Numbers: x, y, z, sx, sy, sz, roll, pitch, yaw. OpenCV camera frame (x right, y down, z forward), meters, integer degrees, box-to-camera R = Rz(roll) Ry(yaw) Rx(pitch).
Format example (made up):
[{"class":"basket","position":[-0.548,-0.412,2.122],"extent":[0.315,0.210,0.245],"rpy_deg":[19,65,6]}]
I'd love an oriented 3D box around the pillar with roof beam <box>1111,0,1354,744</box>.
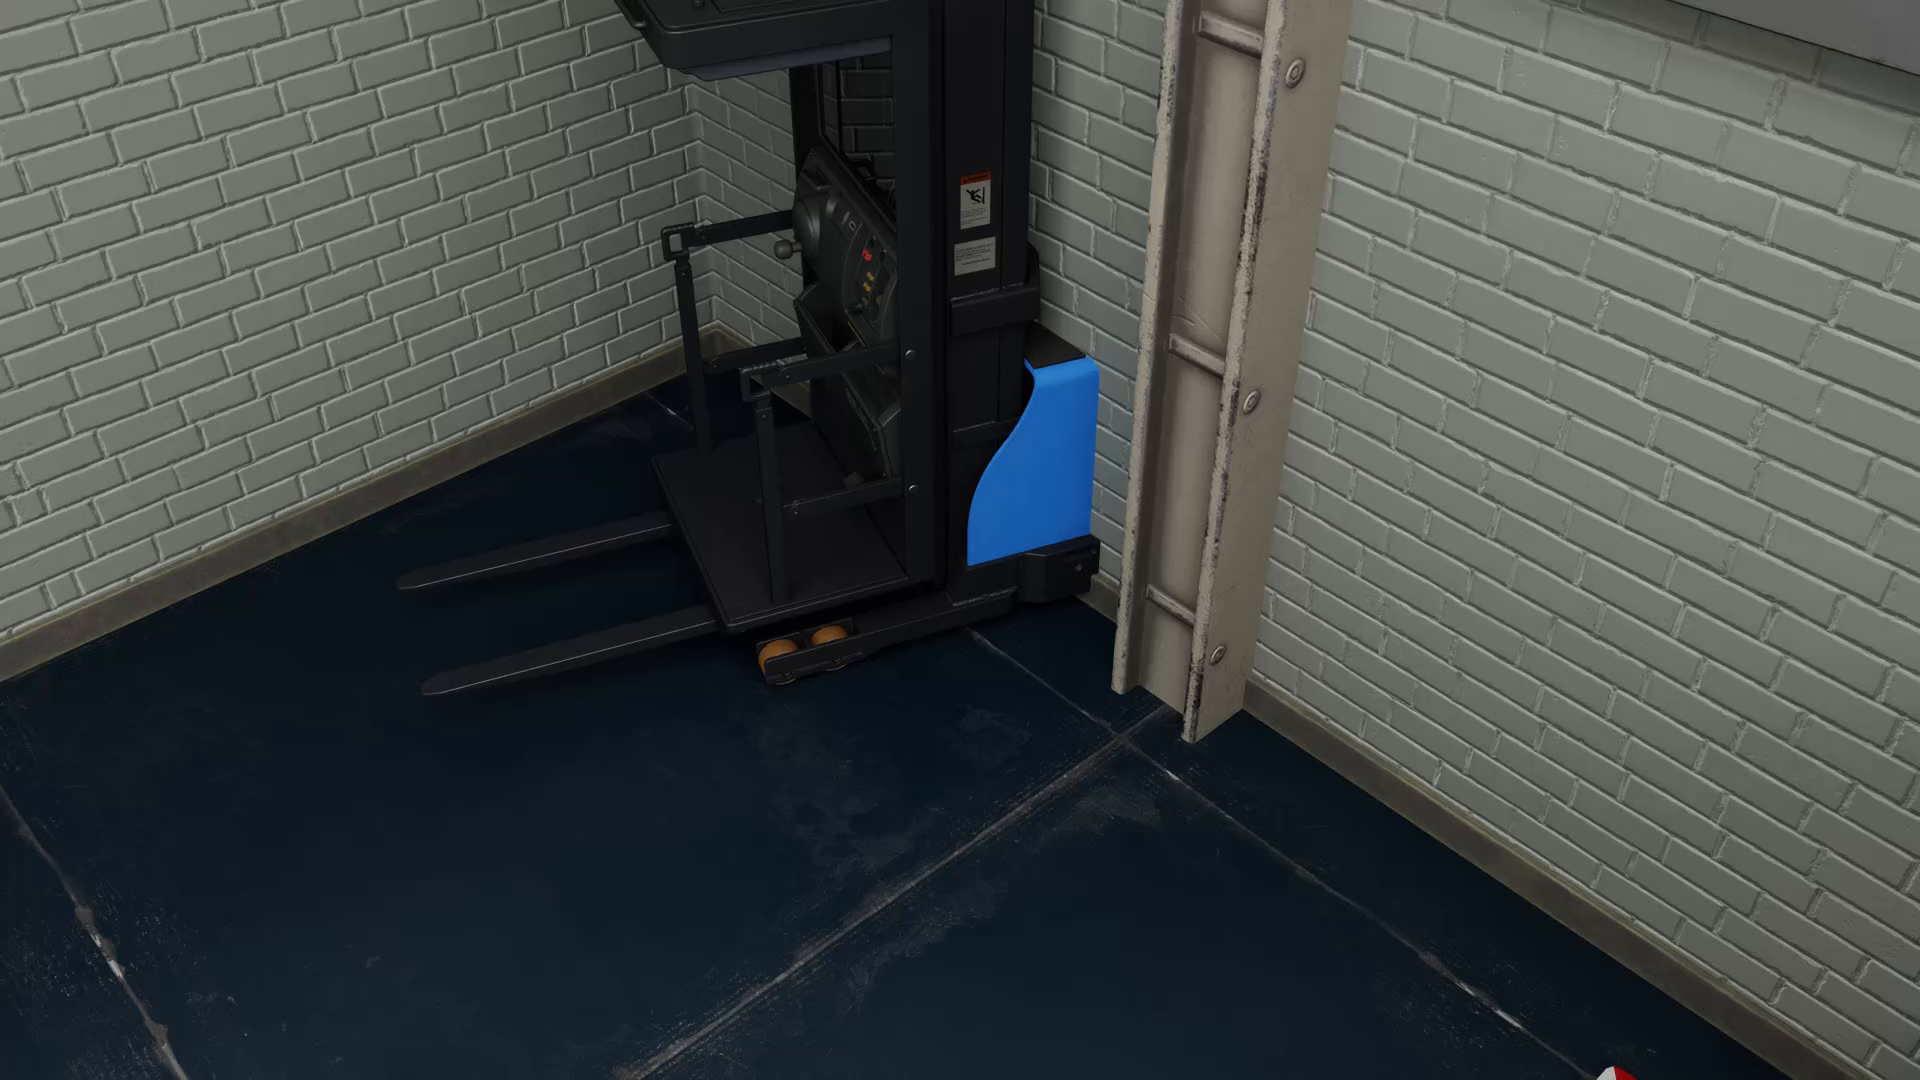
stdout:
[{"class":"pillar with roof beam","position":[-2.375,-1.107,0.959],"extent":[9.100,9.000,0.400],"rpy_deg":[-30,48,-32]}]

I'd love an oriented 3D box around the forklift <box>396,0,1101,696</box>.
[{"class":"forklift","position":[-0.582,-0.989,5.642],"extent":[3.031,2.935,1.130],"rpy_deg":[-15,41,-17]}]
